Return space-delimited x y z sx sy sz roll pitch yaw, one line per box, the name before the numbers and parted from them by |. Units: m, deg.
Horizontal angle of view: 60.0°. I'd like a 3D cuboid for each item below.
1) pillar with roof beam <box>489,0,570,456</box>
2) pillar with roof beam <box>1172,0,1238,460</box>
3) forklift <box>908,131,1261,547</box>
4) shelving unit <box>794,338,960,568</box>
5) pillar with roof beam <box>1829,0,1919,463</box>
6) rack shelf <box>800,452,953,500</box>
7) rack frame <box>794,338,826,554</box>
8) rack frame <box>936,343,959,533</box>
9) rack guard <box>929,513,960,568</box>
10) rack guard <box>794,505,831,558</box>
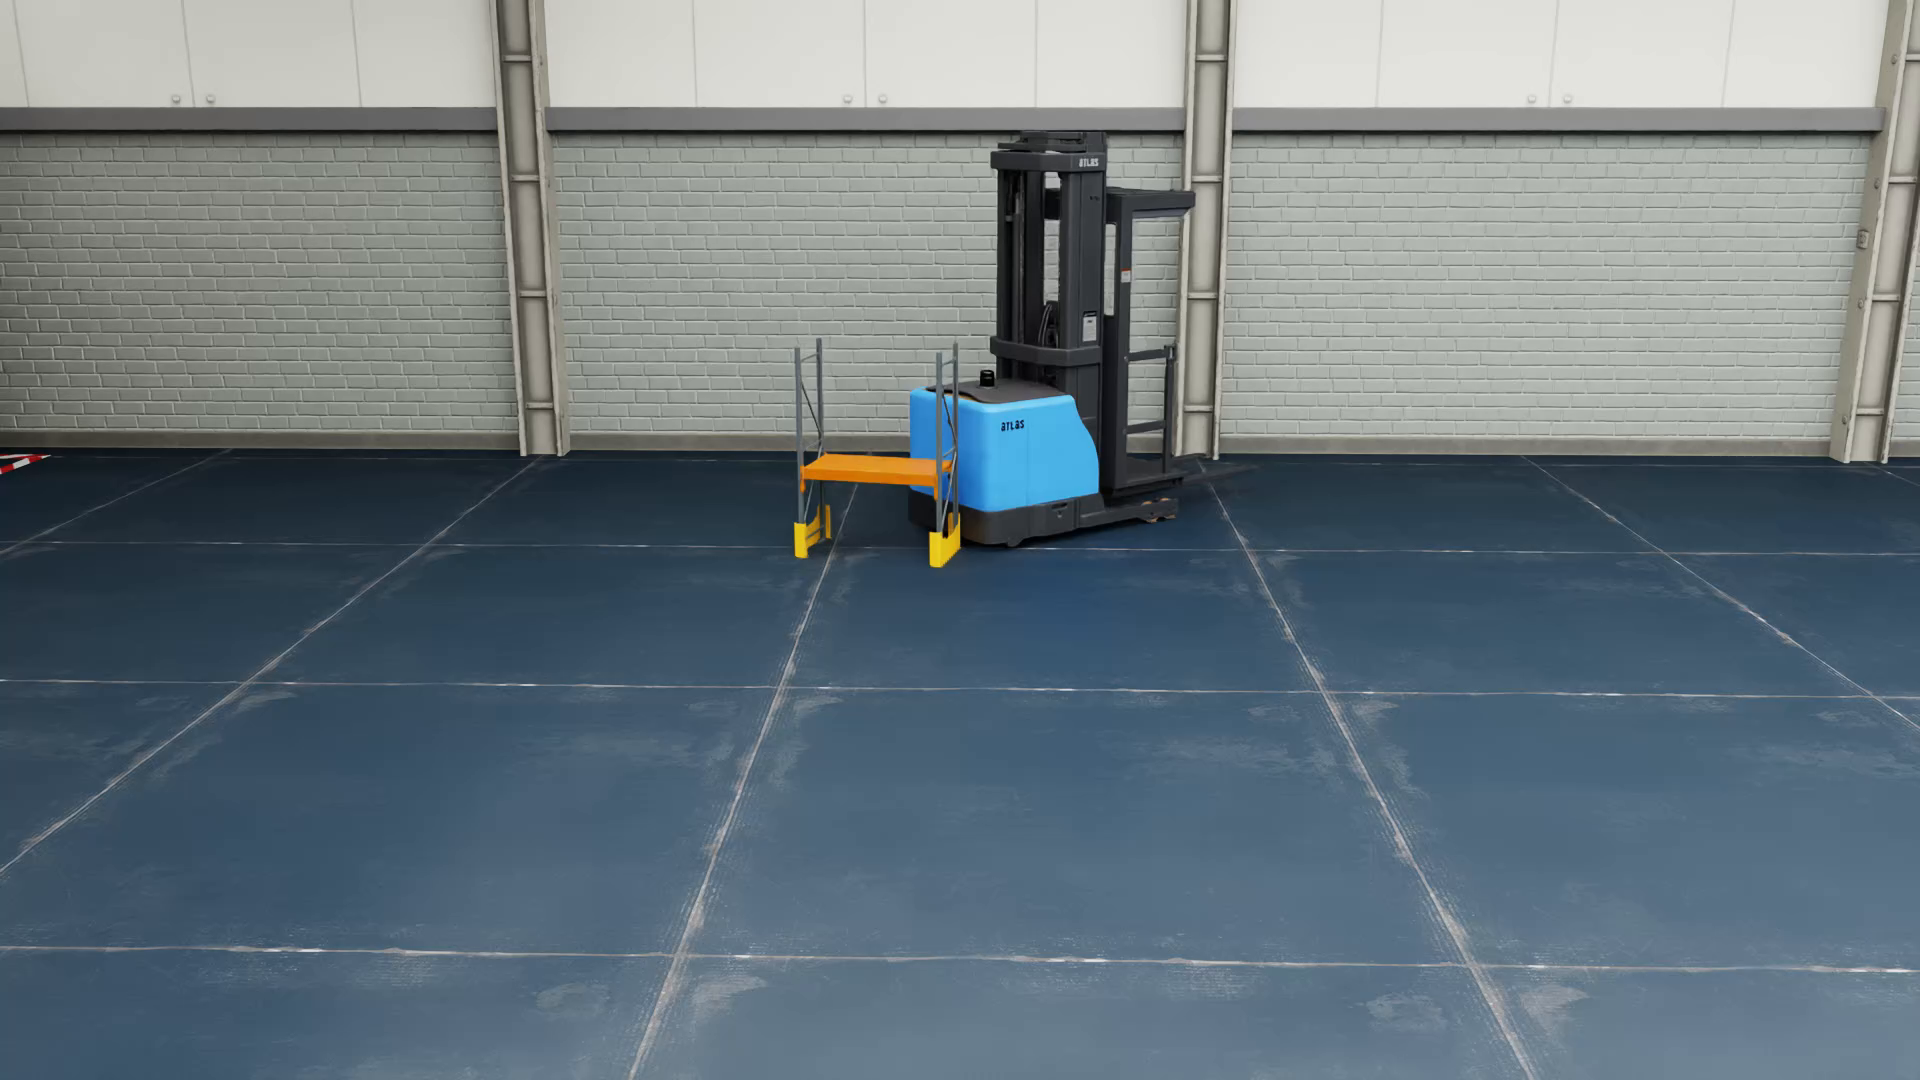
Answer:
pillar with roof beam | -3.949 -4.064 10.106 0.400 9.000 9.100 0 15 1
pillar with roof beam | 2.049 -4.025 9.957 0.400 9.000 9.100 0 15 1
forklift | 1.088 -1.644 12.827 3.031 2.935 1.130 -11 18 -36
shelving unit | -0.587 -0.637 11.816 1.083 1.500 0.587 4 15 14
pillar with roof beam | 8.047 -3.986 9.809 0.400 9.000 9.100 0 15 1
rack shelf | -0.579 -0.463 11.860 1.000 0.185 0.538 4 15 14
rack frame | -1.071 -0.669 11.936 0.032 1.500 0.500 4 15 14
rack frame | -0.086 -0.604 11.691 0.032 1.500 0.500 4 15 14
rack guard | -0.105 -0.001 11.855 0.087 0.250 0.587 4 15 14
rack guard | -1.070 -0.065 12.096 0.087 0.250 0.587 4 15 14
